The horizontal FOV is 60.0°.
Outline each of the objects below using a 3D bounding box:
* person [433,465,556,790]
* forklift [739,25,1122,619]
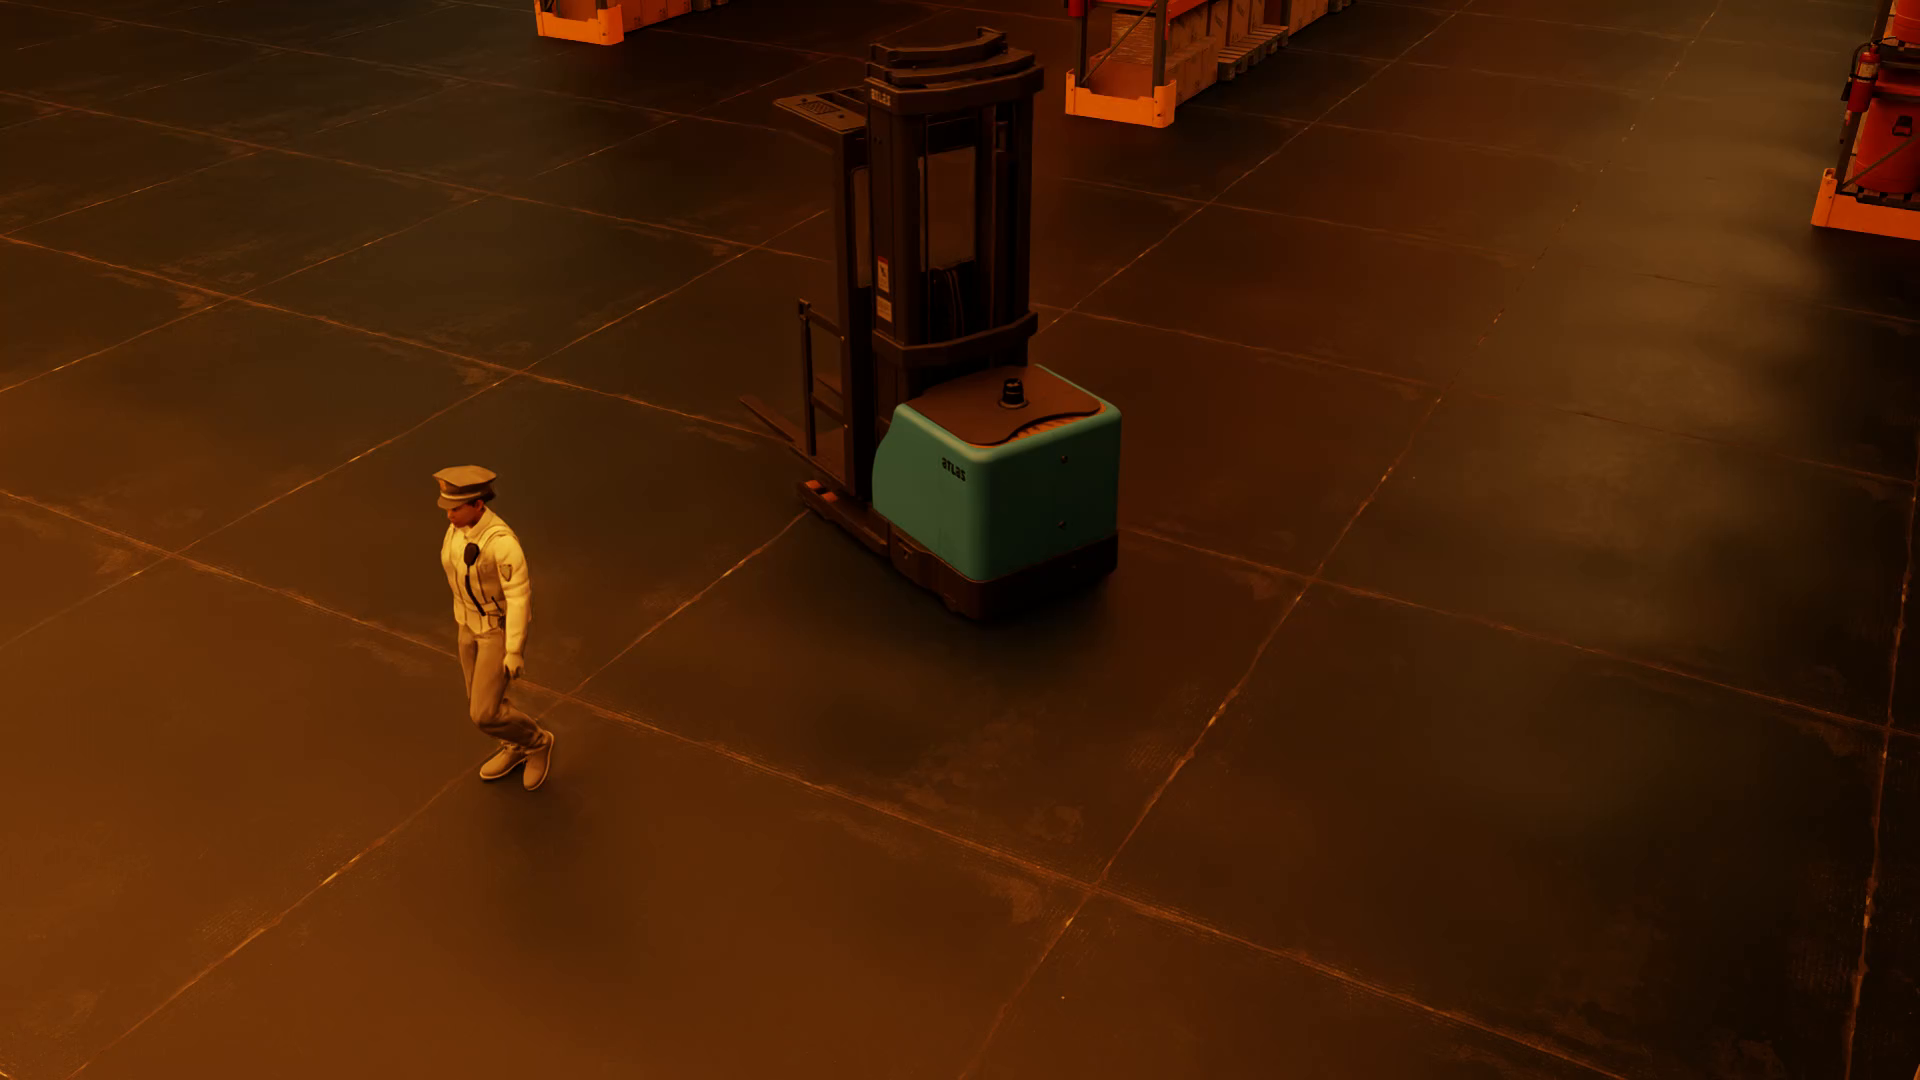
[{"bbox_3d":[-2.182,0.428,7.615,0.624,1.652,0.432,25,38,36],"label":"person"},{"bbox_3d":[-0.352,-1.520,9.704,1.130,2.935,3.031,-19,35,-30],"label":"forklift"}]
